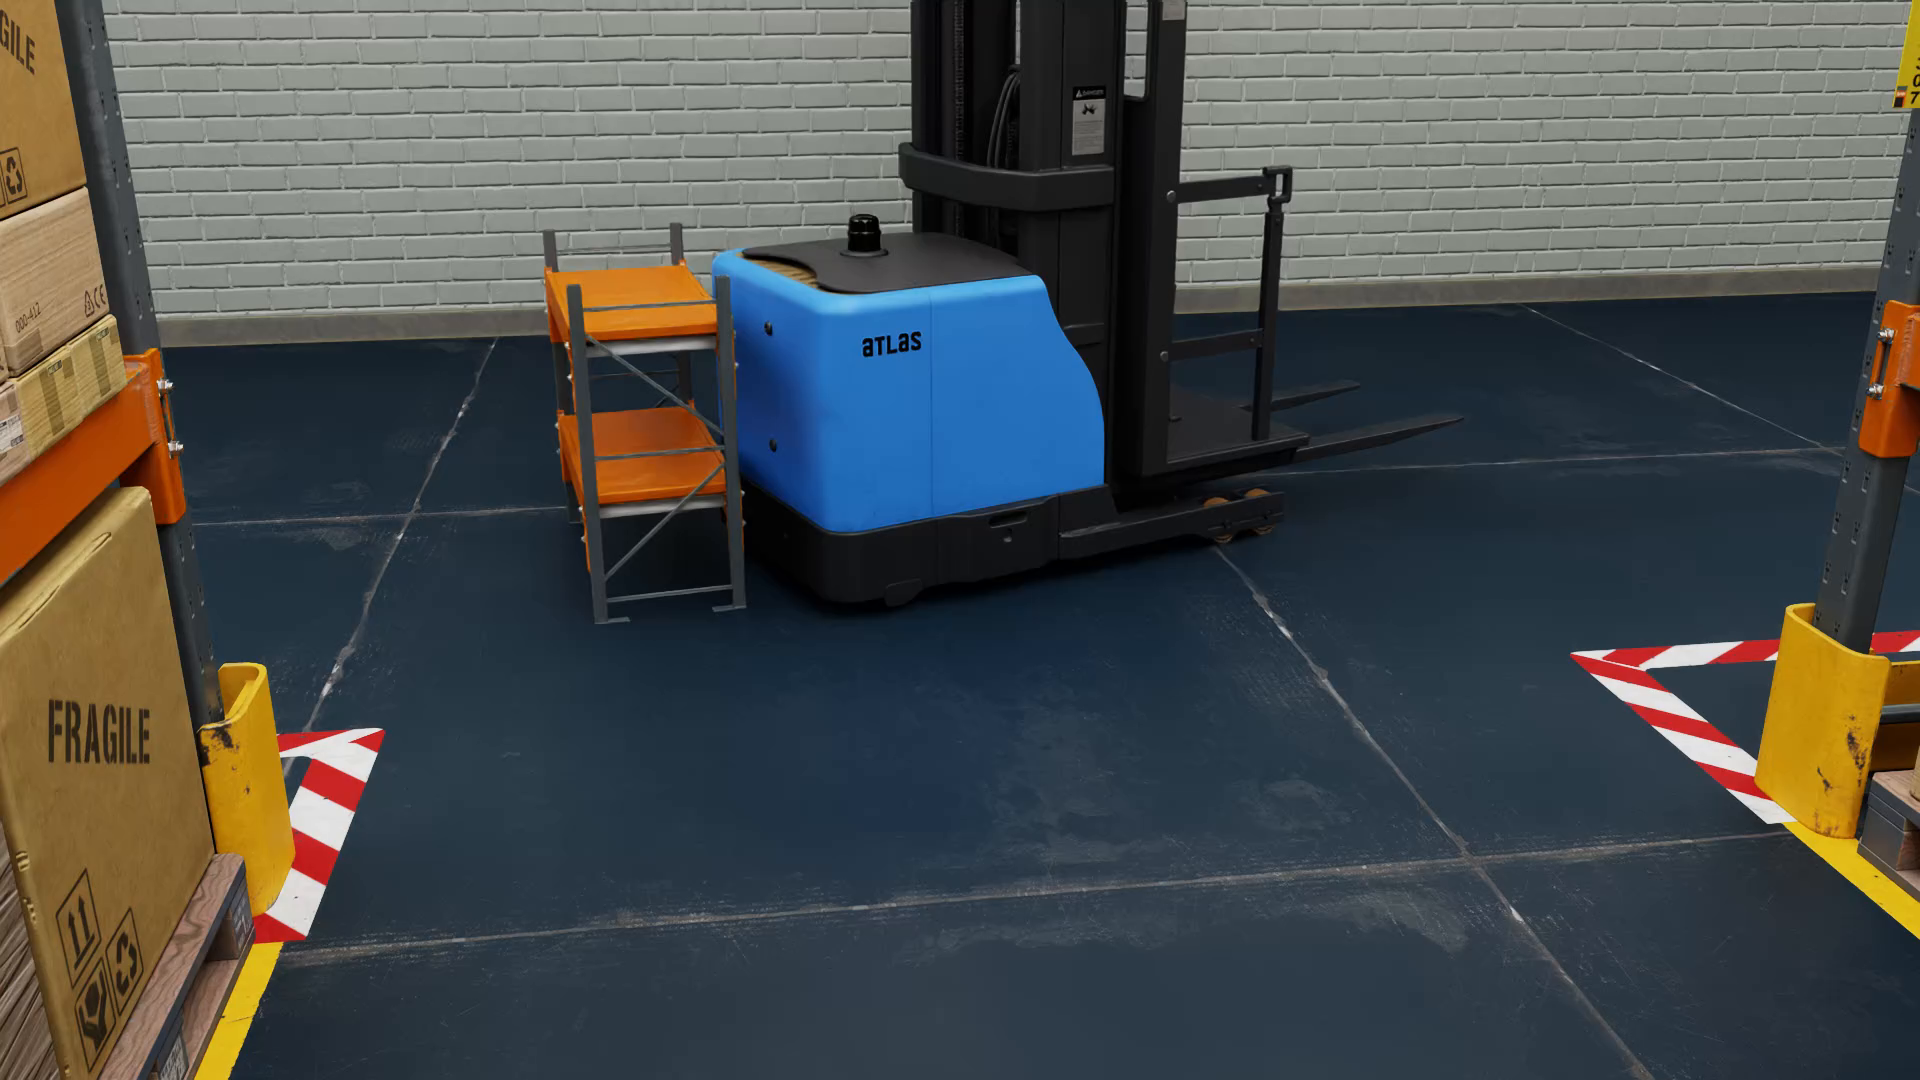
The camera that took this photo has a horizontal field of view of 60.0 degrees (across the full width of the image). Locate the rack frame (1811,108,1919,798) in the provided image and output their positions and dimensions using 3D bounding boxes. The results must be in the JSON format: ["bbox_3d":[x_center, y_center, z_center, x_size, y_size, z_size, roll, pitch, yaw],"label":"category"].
[{"bbox_3d":[2.716,-0.763,3.971,1.000,3.000,0.127,-3,21,-8],"label":"rack frame"}]

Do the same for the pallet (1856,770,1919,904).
[{"bbox_3d":[2.809,0.853,3.631,1.003,0.211,1.213,-3,21,-8],"label":"pallet"}]

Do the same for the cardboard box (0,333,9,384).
[{"bbox_3d":[-1.802,-0.287,2.486,0.500,0.250,0.500,-3,21,-9],"label":"cardboard box"}]

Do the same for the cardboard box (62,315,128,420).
[{"bbox_3d":[-1.830,-0.323,3.154,0.380,0.149,0.250,-3,21,-7],"label":"cardboard box"}]

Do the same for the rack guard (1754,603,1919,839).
[{"bbox_3d":[2.727,0.435,4.338,1.175,0.500,0.348,-3,21,-8],"label":"rack guard"}]

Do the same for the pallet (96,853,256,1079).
[{"bbox_3d":[-2.014,1.032,3.152,1.003,0.211,1.213,-3,21,-8],"label":"pallet"}]

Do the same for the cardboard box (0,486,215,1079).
[{"bbox_3d":[-2.036,0.469,3.111,0.875,0.875,0.875,-3,21,-8],"label":"cardboard box"}]

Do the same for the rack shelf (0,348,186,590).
[{"bbox_3d":[-1.919,0.482,1.667,1.077,0.370,4.000,-3,21,-8],"label":"rack shelf"}]

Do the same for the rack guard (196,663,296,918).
[{"bbox_3d":[-2.211,0.615,3.855,1.175,0.500,0.348,-3,21,-8],"label":"rack guard"}]

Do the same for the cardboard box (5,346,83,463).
[{"bbox_3d":[-1.791,-0.233,2.913,0.380,0.149,0.250,-3,21,-7],"label":"cardboard box"}]

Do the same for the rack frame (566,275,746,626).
[{"bbox_3d":[-0.964,-0.276,5.348,0.500,1.125,0.032,-6,21,-16],"label":"rack frame"}]

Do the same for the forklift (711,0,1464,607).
[{"bbox_3d":[0.637,-1.510,6.071,3.031,2.935,1.130,-12,23,-28],"label":"forklift"}]

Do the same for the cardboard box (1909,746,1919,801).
[{"bbox_3d":[2.474,0.574,3.868,0.380,0.149,0.250,-2,21,-7],"label":"cardboard box"}]

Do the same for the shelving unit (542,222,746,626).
[{"bbox_3d":[-1.115,-0.446,5.802,0.538,1.125,1.048,-6,21,-16],"label":"shelving unit"}]

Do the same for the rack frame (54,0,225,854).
[{"bbox_3d":[-2.207,-0.548,3.395,1.000,3.000,0.127,-3,21,-8],"label":"rack frame"}]

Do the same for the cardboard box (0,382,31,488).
[{"bbox_3d":[-1.756,-0.146,2.679,0.380,0.149,0.250,-3,21,-8],"label":"cardboard box"}]

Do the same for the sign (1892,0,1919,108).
[{"bbox_3d":[2.179,-1.141,3.746,0.100,0.325,0.005,-3,21,-8],"label":"sign"}]

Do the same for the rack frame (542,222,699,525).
[{"bbox_3d":[-1.266,-0.616,6.257,0.500,1.125,0.032,-6,21,-16],"label":"rack frame"}]

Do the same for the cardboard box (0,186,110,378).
[{"bbox_3d":[-1.875,-0.462,2.956,0.500,0.250,0.500,-3,21,-9],"label":"cardboard box"}]

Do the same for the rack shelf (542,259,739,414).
[{"bbox_3d":[-1.115,-0.720,5.700,0.538,0.278,1.000,-6,21,-16],"label":"rack shelf"}]

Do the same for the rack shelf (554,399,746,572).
[{"bbox_3d":[-1.115,-0.217,5.888,0.538,0.278,1.000,-6,21,-16],"label":"rack shelf"}]

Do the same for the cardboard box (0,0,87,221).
[{"bbox_3d":[-1.877,-0.813,2.822,0.500,0.500,0.500,-3,21,-7],"label":"cardboard box"}]

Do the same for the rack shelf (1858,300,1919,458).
[{"bbox_3d":[3.004,0.267,2.243,1.077,0.370,4.000,-3,21,-8],"label":"rack shelf"}]
